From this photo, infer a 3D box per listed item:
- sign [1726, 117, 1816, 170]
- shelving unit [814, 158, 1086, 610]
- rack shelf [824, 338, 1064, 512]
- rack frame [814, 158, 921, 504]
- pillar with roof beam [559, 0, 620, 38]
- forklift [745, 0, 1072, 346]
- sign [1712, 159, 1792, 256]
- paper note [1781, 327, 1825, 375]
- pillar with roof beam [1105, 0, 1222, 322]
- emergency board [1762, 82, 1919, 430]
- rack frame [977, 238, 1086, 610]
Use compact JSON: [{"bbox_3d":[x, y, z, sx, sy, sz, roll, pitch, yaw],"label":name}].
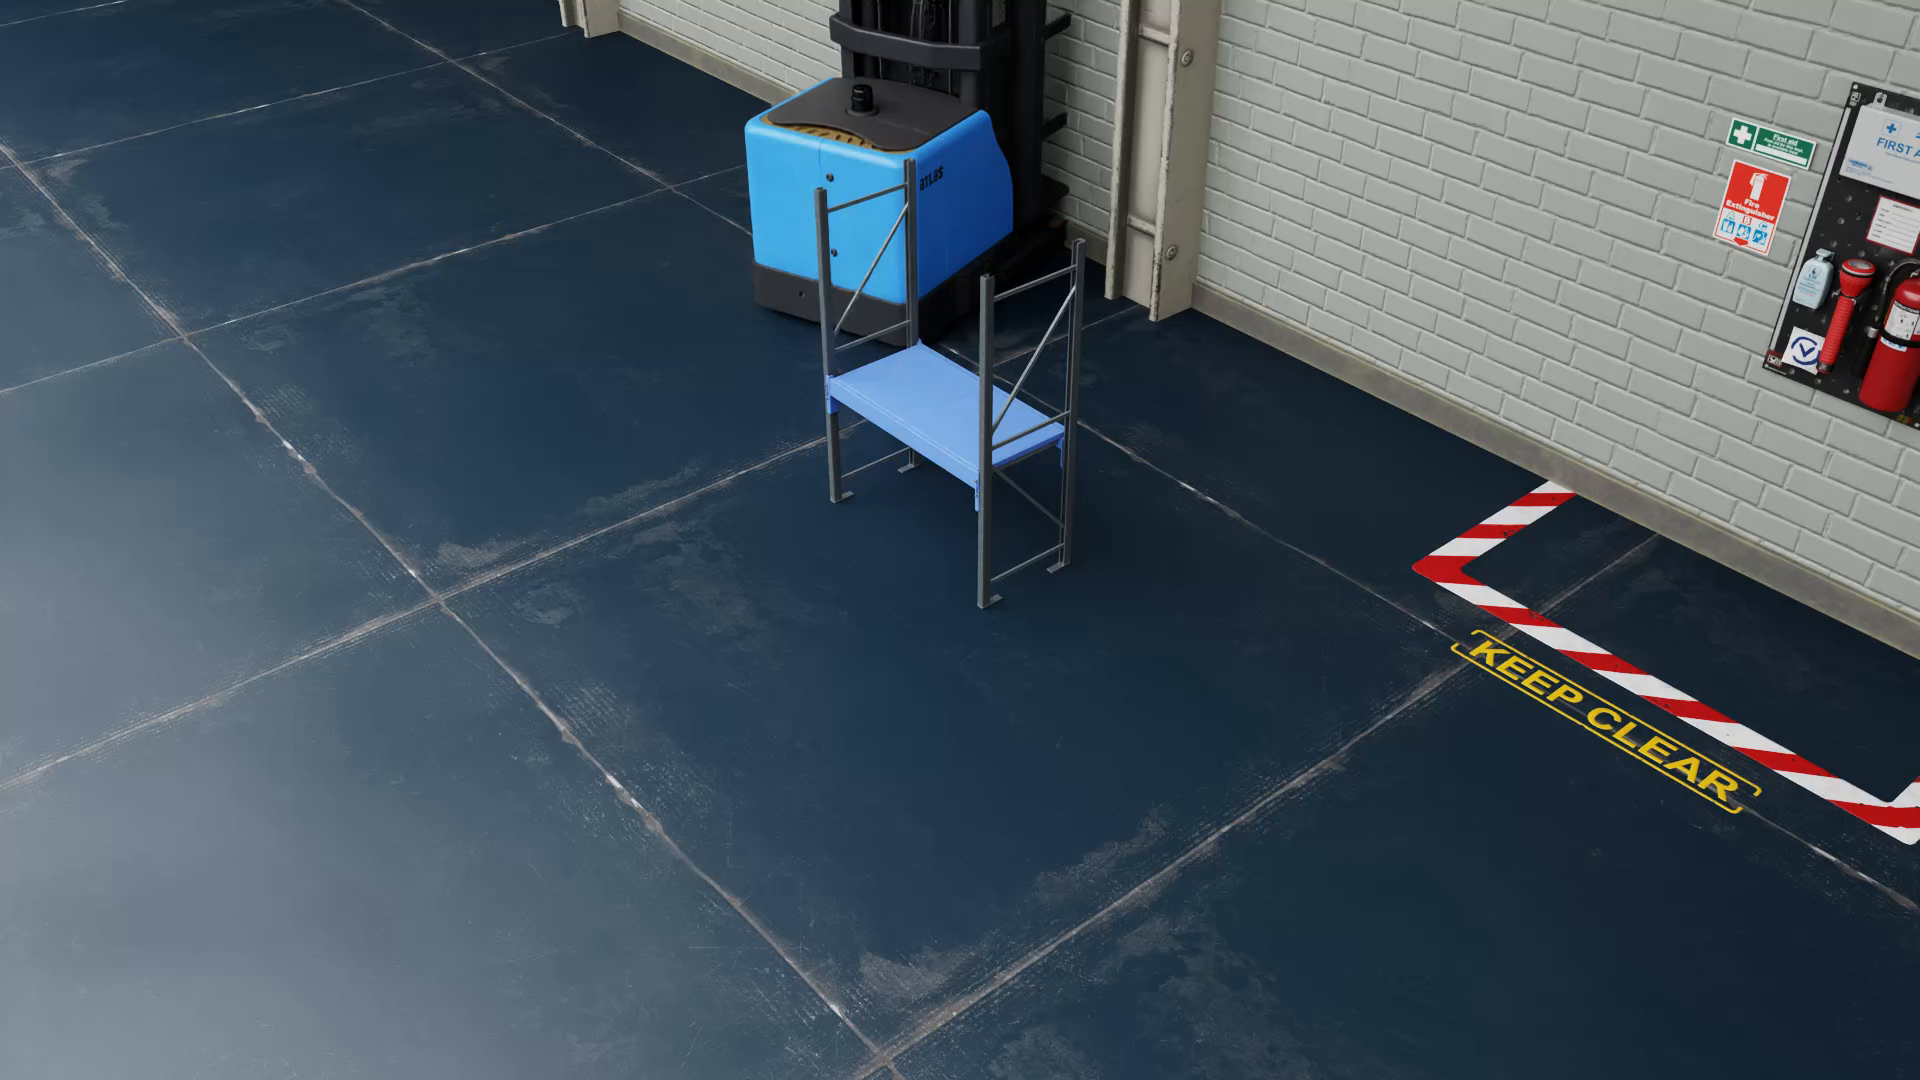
[{"bbox_3d":[3.060,-1.499,6.281,0.001,0.109,0.331,-26,43,-32],"label":"sign"},{"bbox_3d":[-0.055,-0.650,6.870,0.538,1.500,1.048,-26,43,-32],"label":"shelving unit"},{"bbox_3d":[-0.055,-0.503,6.974,0.538,0.185,1.000,-26,43,-32],"label":"rack shelf"},{"bbox_3d":[-0.383,-0.874,7.187,0.500,1.500,0.032,-26,43,-32],"label":"rack frame"},{"bbox_3d":[-6.125,-6.026,7.973,9.100,9.000,0.400,-26,43,-32],"label":"pillar with roof beam"},{"bbox_3d":[0.088,-3.011,8.965,1.130,2.935,3.031,19,40,25],"label":"forklift"},{"bbox_3d":[3.064,-1.288,6.442,0.001,0.329,0.234,-26,43,-32],"label":"sign"},{"bbox_3d":[3.281,-0.735,6.455,0.016,0.148,0.142,-26,43,-32],"label":"paper note"},{"bbox_3d":[-2.253,-3.377,4.232,9.100,9.000,0.400,-26,43,-32],"label":"pillar with roof beam"},{"bbox_3d":[3.342,-0.991,6.053,0.194,1.169,0.643,-26,43,-32],"label":"emergency board"},{"bbox_3d":[0.273,-0.425,6.553,0.500,1.500,0.032,-26,43,-32],"label":"rack frame"}]
